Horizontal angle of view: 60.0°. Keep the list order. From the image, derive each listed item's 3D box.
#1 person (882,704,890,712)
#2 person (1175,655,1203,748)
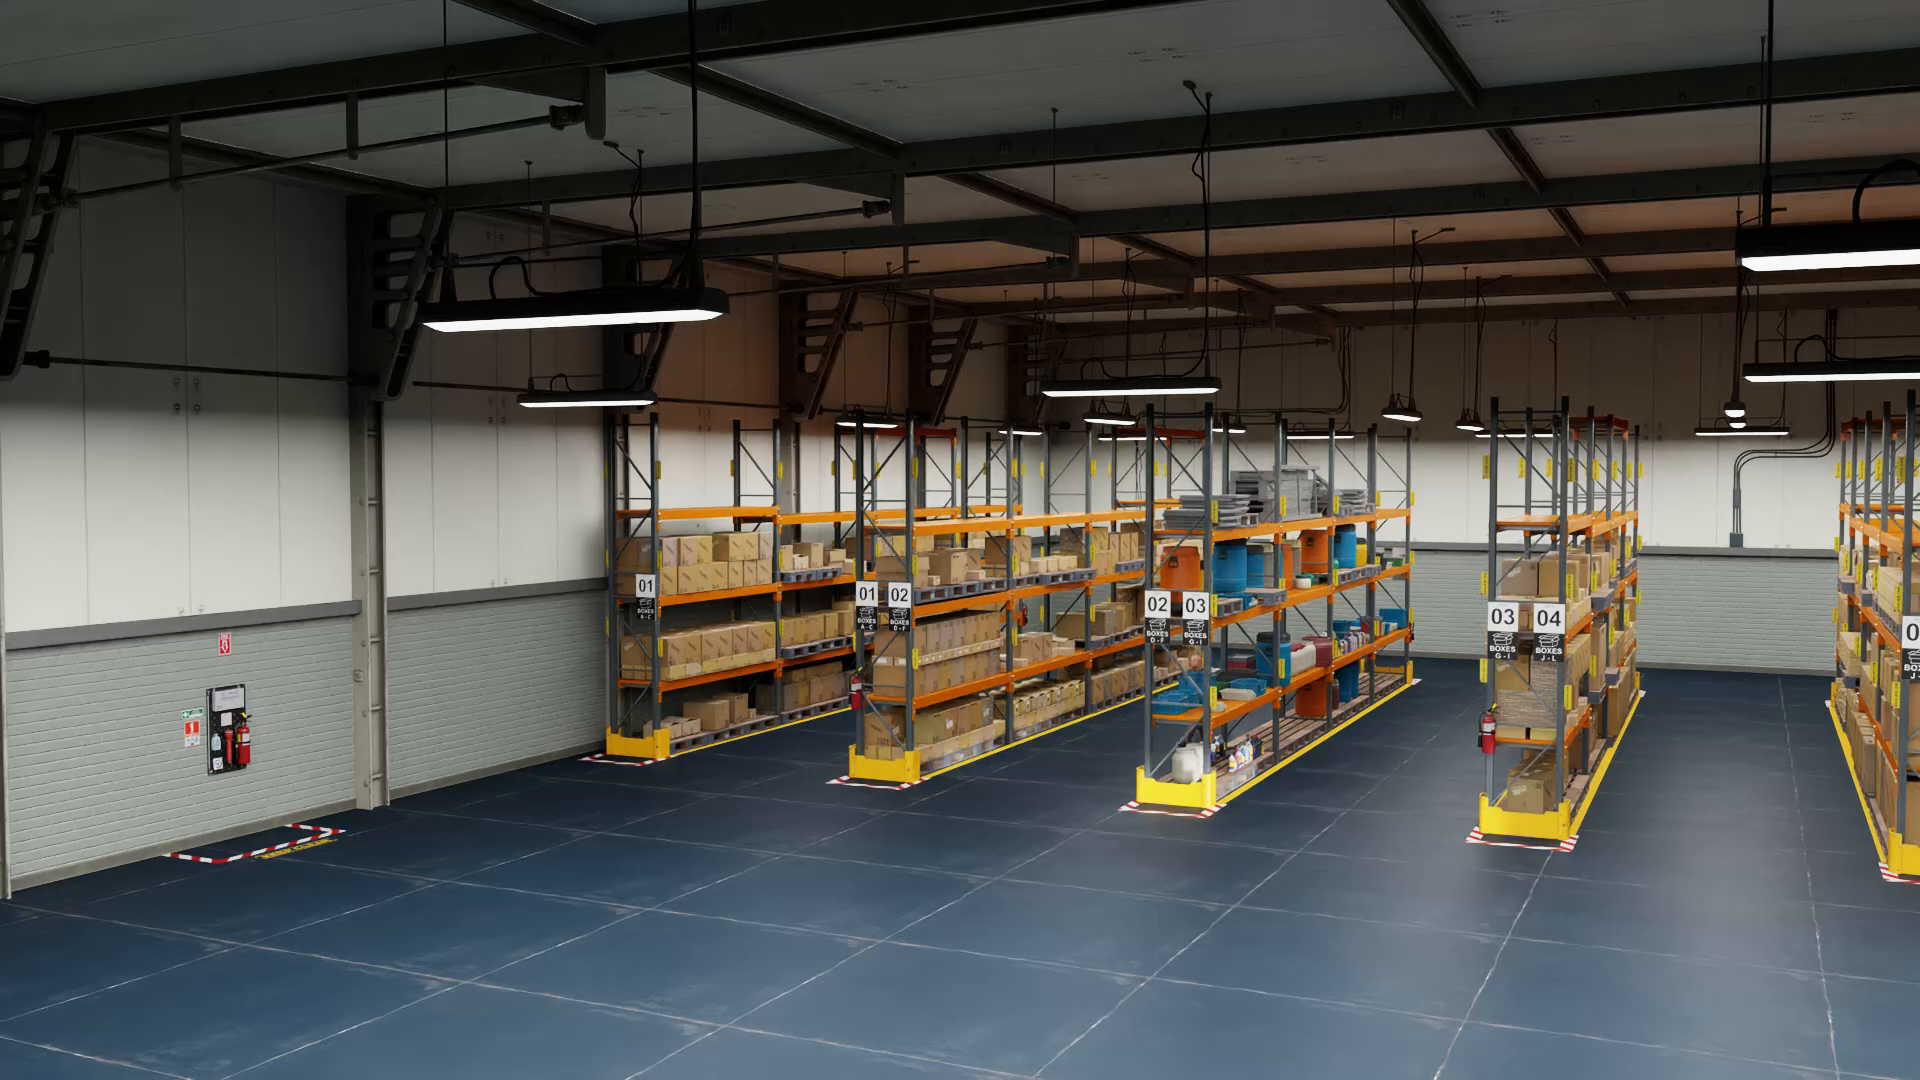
[{"bbox_3d":[-1.305,2.777,32.221,0.558,1.793,0.786,2,3,34],"label":"person"},{"bbox_3d":[4.144,2.893,29.808,1.045,1.658,0.561,-1,3,-30],"label":"person"}]
